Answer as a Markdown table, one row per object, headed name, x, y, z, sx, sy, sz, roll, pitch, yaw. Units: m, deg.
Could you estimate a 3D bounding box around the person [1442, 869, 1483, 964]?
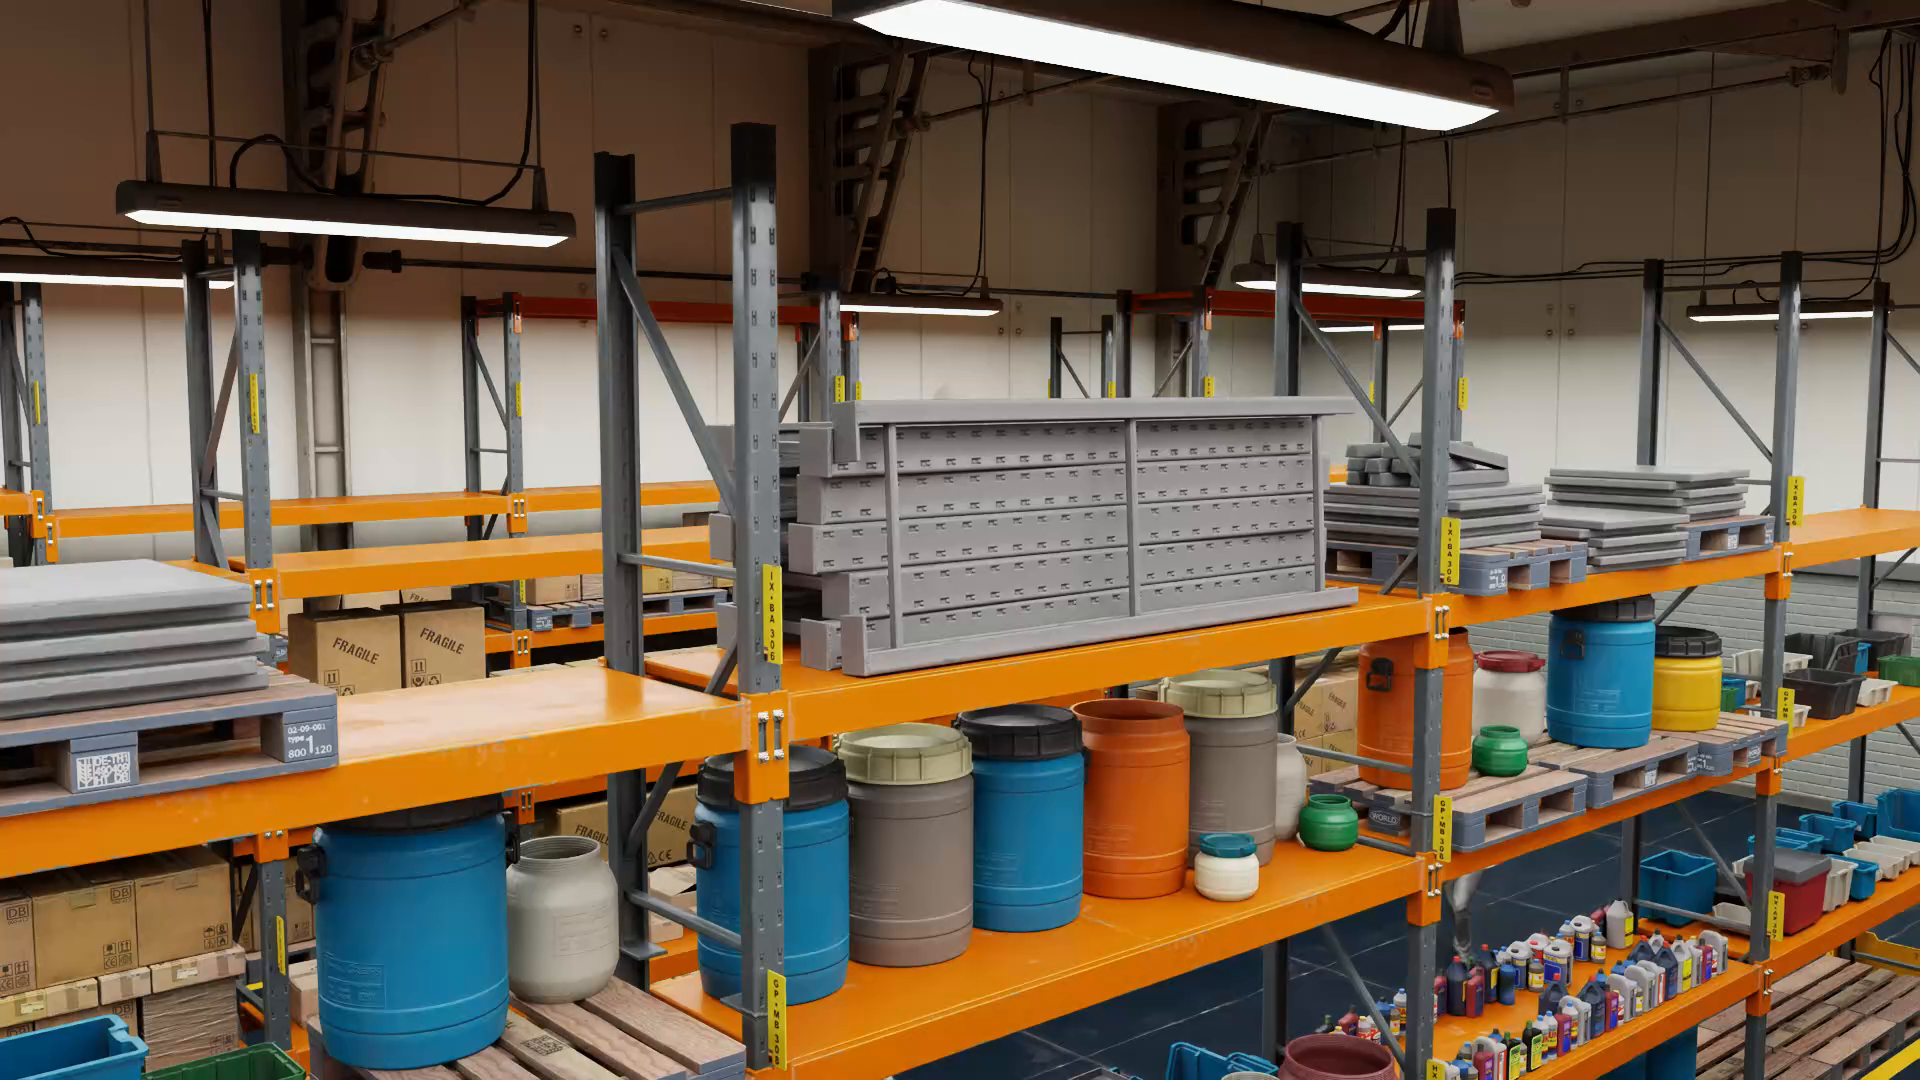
| name | x | y | z | sx | sy | sz | roll | pitch | yaw |
| --- | --- | --- | --- | --- | --- | --- | --- | --- | --- |
| person | 4.431 | 2.895 | 14.862 | 0.607 | 1.829 | 0.767 | 4 | 7 | 38 |
